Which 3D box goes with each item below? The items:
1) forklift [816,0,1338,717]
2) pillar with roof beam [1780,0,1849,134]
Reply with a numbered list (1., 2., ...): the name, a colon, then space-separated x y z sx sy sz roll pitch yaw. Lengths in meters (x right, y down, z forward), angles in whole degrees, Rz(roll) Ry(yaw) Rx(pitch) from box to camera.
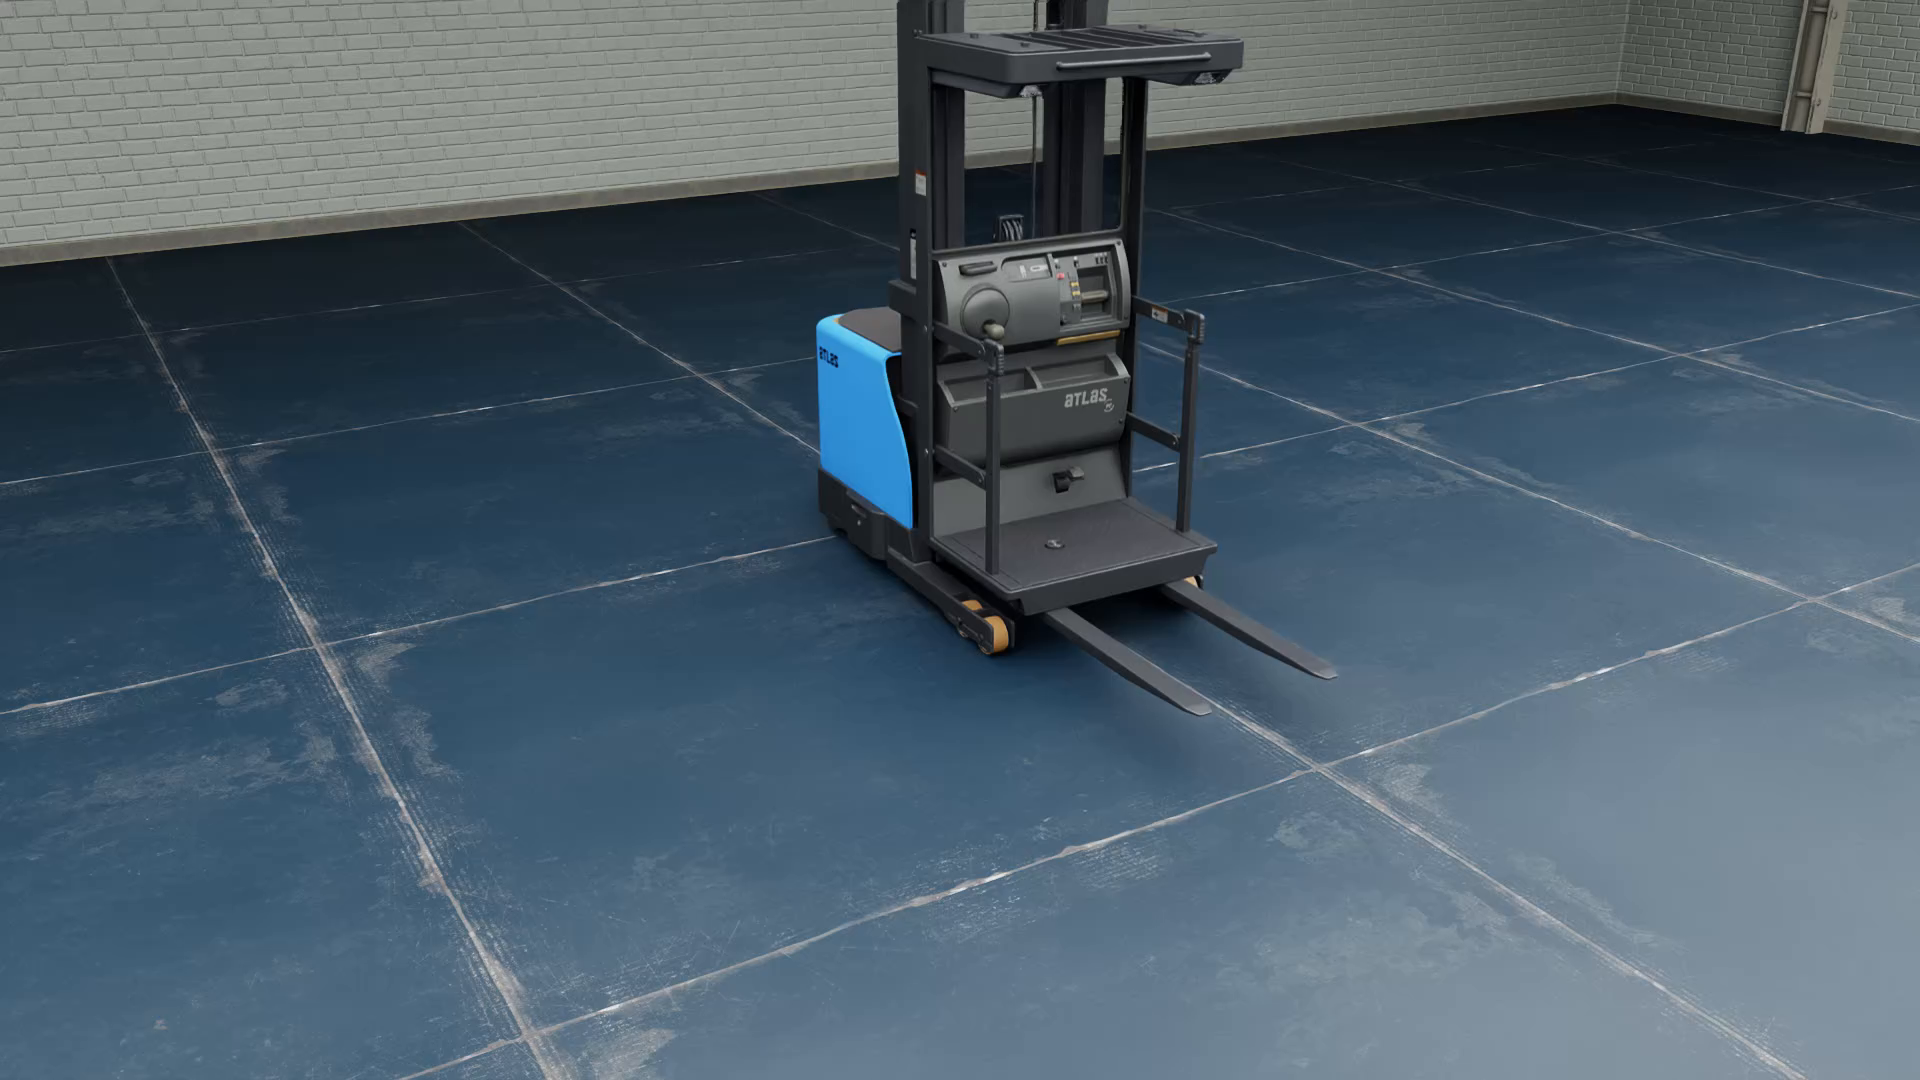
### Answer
1. forklift: 0.437 -1.063 7.034 1.130 2.935 3.031 -12 25 -27
2. pillar with roof beam: 6.948 -8.513 17.305 9.100 9.000 0.400 -13 25 -28
